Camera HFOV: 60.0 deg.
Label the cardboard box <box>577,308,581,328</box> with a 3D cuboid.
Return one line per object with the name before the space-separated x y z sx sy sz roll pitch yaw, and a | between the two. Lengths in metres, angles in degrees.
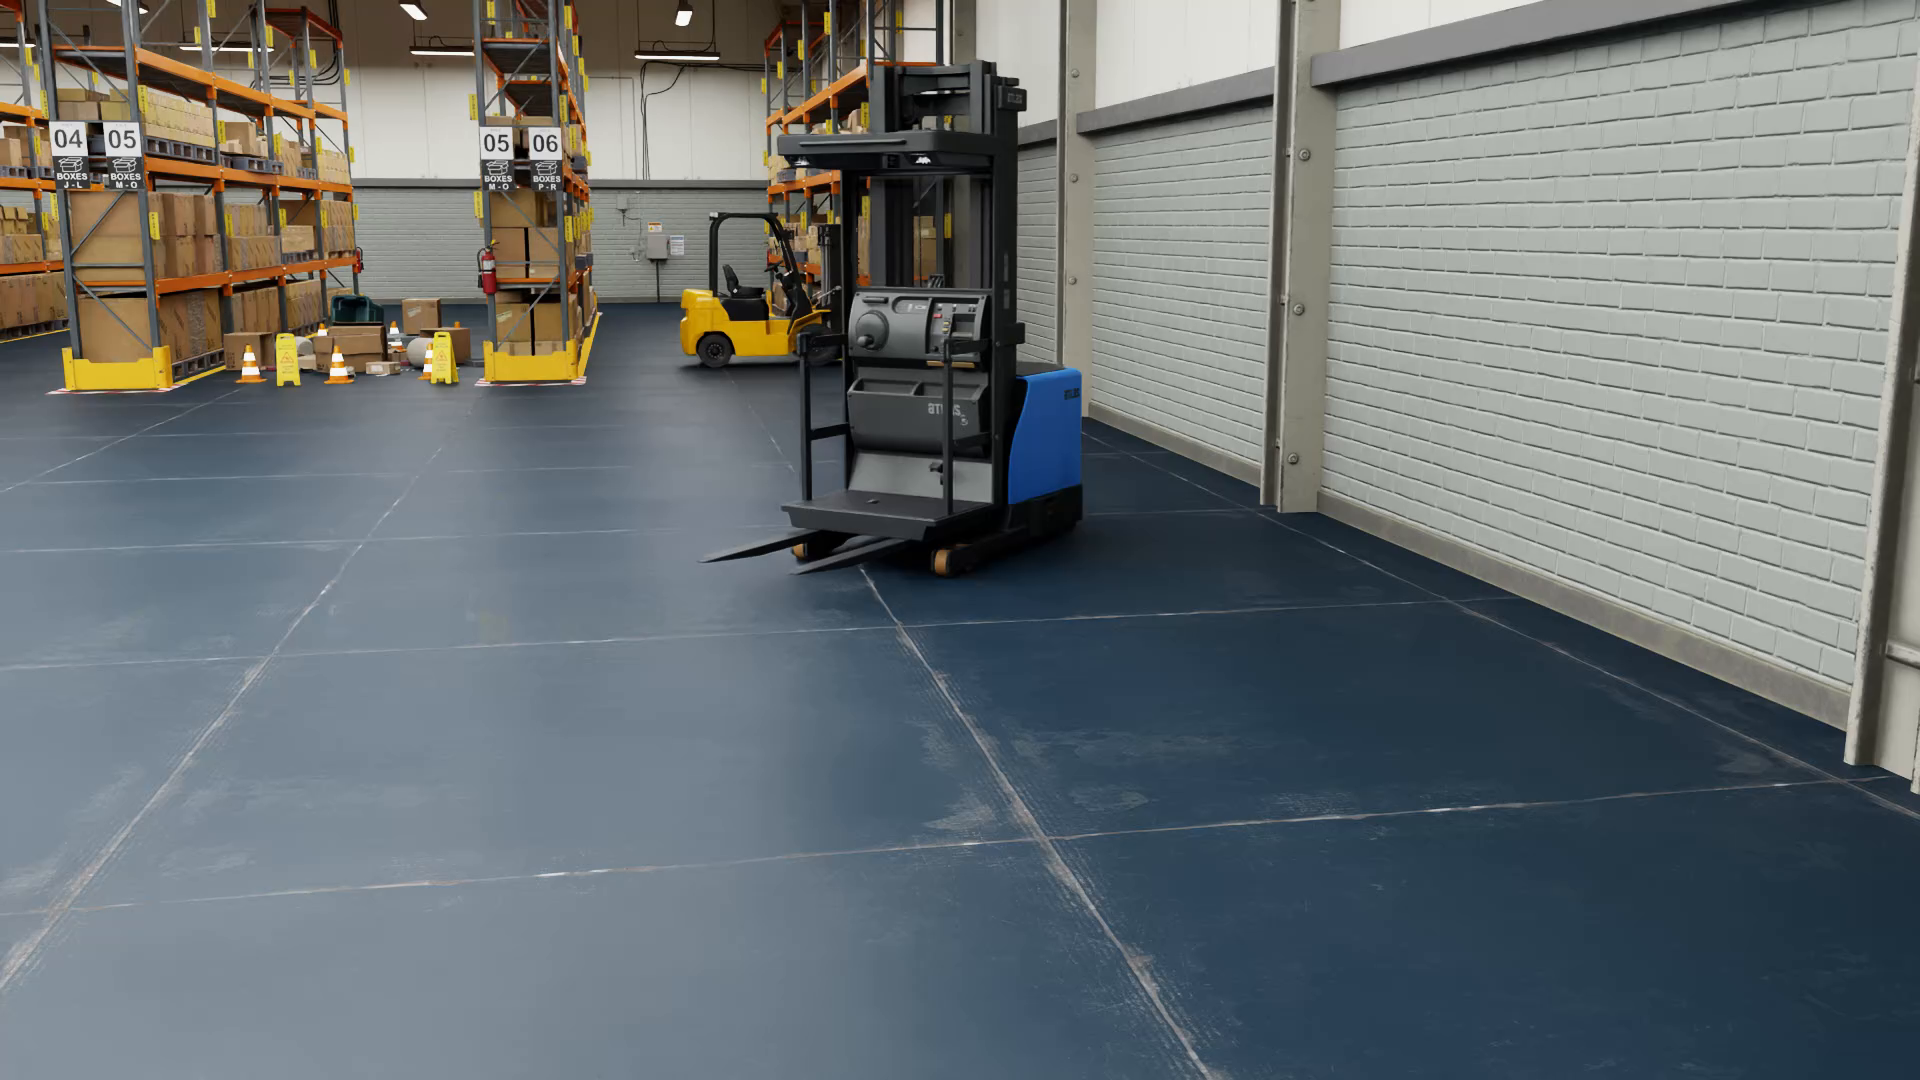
cardboard box | -6.889 -3.709 28.068 0.950 0.372 0.625 -2 11 -12

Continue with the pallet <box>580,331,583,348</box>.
pallet | -6.756 -3.296 27.451 1.003 0.211 1.213 -2 11 -11

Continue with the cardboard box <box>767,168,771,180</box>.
cardboard box | -4.010 -8.136 37.004 0.500 0.250 0.500 -2 11 -12

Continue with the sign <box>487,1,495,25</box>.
sign | -6.906 -7.762 24.488 0.100 0.325 0.005 -2 11 -11

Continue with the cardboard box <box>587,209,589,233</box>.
cardboard box | -8.050 -6.683 34.844 0.500 0.500 0.500 -2 11 -11

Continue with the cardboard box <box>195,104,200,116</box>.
cardboard box | -10.669 -5.904 22.821 0.380 0.149 0.250 -2 11 -10

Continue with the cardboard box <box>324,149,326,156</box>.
cardboard box | -12.774 -7.663 32.909 0.380 0.149 0.250 -2 11 -13

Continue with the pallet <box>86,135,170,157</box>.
pallet | -10.575 -4.933 20.806 1.003 0.211 1.213 -2 11 -11

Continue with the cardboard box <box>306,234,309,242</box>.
cardboard box | -12.386 -5.637 31.046 0.380 0.149 0.250 -2 11 -9

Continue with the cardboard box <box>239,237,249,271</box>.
cardboard box | -11.136 -4.349 25.255 0.500 0.500 0.500 -2 11 -11

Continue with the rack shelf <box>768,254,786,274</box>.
rack shelf | -3.439 -5.961 35.918 1.077 0.370 4.000 -2 11 -11

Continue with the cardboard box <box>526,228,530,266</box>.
cardboard box | -6.053 -3.943 22.325 0.500 0.500 0.500 -2 11 -11

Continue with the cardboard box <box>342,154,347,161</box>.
cardboard box | -13.180 -8.093 35.168 0.380 0.149 0.250 -2 11 -12

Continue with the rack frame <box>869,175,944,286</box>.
rack frame | -0.717 -3.747 22.360 1.000 3.000 0.127 -2 11 -11

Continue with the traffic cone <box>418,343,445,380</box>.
traffic cone | -6.934 -2.351 21.813 0.336 0.463 0.334 -2 11 -11

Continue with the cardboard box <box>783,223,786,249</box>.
cardboard box | -3.176 -6.106 33.366 0.700 0.500 0.500 -2 11 -10

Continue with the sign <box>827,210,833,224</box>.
sign | -2.025 -4.989 26.001 0.100 0.325 0.005 -2 11 -11

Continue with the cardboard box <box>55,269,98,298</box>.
cardboard box | -18.037 -5.021 33.614 0.875 0.875 0.875 -2 11 -11

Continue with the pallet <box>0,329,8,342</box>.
pallet | -16.941 -3.450 28.258 1.003 0.211 1.213 -2 11 -11

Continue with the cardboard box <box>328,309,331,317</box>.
cardboard box | -12.510 -4.452 32.568 0.380 0.149 0.250 -3 11 -13

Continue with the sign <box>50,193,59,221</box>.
sign | -10.956 -4.035 20.144 0.100 0.325 0.005 -2 11 -11

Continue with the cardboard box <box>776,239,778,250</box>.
cardboard box | -3.684 -6.383 35.813 0.500 0.250 0.500 -2 11 -13

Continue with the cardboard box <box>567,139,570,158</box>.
cardboard box | -5.914 -5.682 24.108 0.500 0.250 0.500 -2 11 -12

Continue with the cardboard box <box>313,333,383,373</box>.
cardboard box | -8.410 -2.569 22.851 0.637 0.503 0.797 9 14 38

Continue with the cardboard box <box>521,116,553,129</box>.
cardboard box | -5.454 -5.380 21.458 0.380 0.149 0.250 -2 11 -11

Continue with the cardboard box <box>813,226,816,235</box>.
cardboard box | -2.371 -5.418 29.136 0.380 0.149 0.250 -2 11 -9

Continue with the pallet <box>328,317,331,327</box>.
pallet | -12.920 -4.320 32.829 1.003 0.211 1.213 -2 11 -11

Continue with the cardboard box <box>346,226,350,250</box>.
cardboard box | -13.098 -6.329 34.864 0.500 0.500 0.500 -2 11 -12

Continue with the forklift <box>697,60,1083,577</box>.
forklift | -0.364 -1.323 9.810 1.130 2.935 3.031 6 12 30

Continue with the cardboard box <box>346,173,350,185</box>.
cardboard box | -13.185 -7.628 35.129 0.500 0.250 0.500 -2 11 -12

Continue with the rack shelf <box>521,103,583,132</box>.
rack shelf | -7.530 -7.797 30.588 1.077 0.370 4.000 -2 11 -11

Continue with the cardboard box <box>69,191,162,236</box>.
cardboard box | -10.455 -4.041 20.615 0.875 0.550 0.550 -2 11 -11

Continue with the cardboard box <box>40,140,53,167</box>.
cardboard box | -17.951 -7.424 32.001 0.700 0.500 0.500 -2 11 -8

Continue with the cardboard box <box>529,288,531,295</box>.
cardboard box | -6.547 -3.699 24.598 0.380 0.149 0.250 -2 11 -10

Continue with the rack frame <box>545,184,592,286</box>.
rack frame | -8.697 -6.500 36.826 1.000 3.000 0.127 -2 11 -11

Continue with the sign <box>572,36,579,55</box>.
sign | -6.610 -8.499 28.574 0.100 0.325 0.005 -2 11 -11

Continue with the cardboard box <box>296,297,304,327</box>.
cardboard box | -11.965 -4.044 29.483 0.500 0.500 0.500 -2 11 -10

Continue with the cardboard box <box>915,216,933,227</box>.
cardboard box | -0.572 -4.330 22.627 0.380 0.149 0.250 -2 11 -12

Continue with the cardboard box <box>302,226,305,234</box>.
cardboard box | -12.332 -5.732 30.746 0.380 0.149 0.250 -2 11 -11

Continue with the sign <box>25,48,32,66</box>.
sign | -17.110 -8.873 30.538 0.100 0.325 0.005 -2 11 -11

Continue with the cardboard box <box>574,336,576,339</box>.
cardboard box | -5.562 -2.673 22.950 0.500 0.250 0.500 -2 11 -9

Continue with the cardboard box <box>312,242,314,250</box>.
cardboard box | -12.483 -5.585 31.568 0.380 0.149 0.250 -2 11 -12

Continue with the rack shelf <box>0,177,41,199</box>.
rack shelf | -17.250 -6.160 28.938 1.077 0.370 4.000 -2 11 -11

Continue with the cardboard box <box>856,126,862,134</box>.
cardboard box | -1.225 -5.597 23.029 0.396 0.266 0.258 -2 11 -11

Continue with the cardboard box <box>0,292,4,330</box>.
cardboard box | -16.975 -3.962 28.052 1.225 0.875 0.875 -3 11 -14

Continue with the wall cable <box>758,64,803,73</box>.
wall cable | -3.670 -13.442 42.380 2.988 3.039 0.133 -2 11 -11

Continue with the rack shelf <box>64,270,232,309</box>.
rack shelf | -10.810 -3.381 22.360 1.077 0.370 4.000 -2 11 -11

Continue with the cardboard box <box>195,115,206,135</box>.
cardboard box | -10.753 -5.729 22.964 0.500 0.250 0.500 -2 11 -11

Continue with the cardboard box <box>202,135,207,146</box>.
cardboard box | -10.713 -5.558 23.132 0.380 0.149 0.250 -2 11 -10

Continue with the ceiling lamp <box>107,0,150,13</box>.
ceiling lamp | -14.774 -11.168 29.694 0.800 3.185 2.000 -2 11 -11
